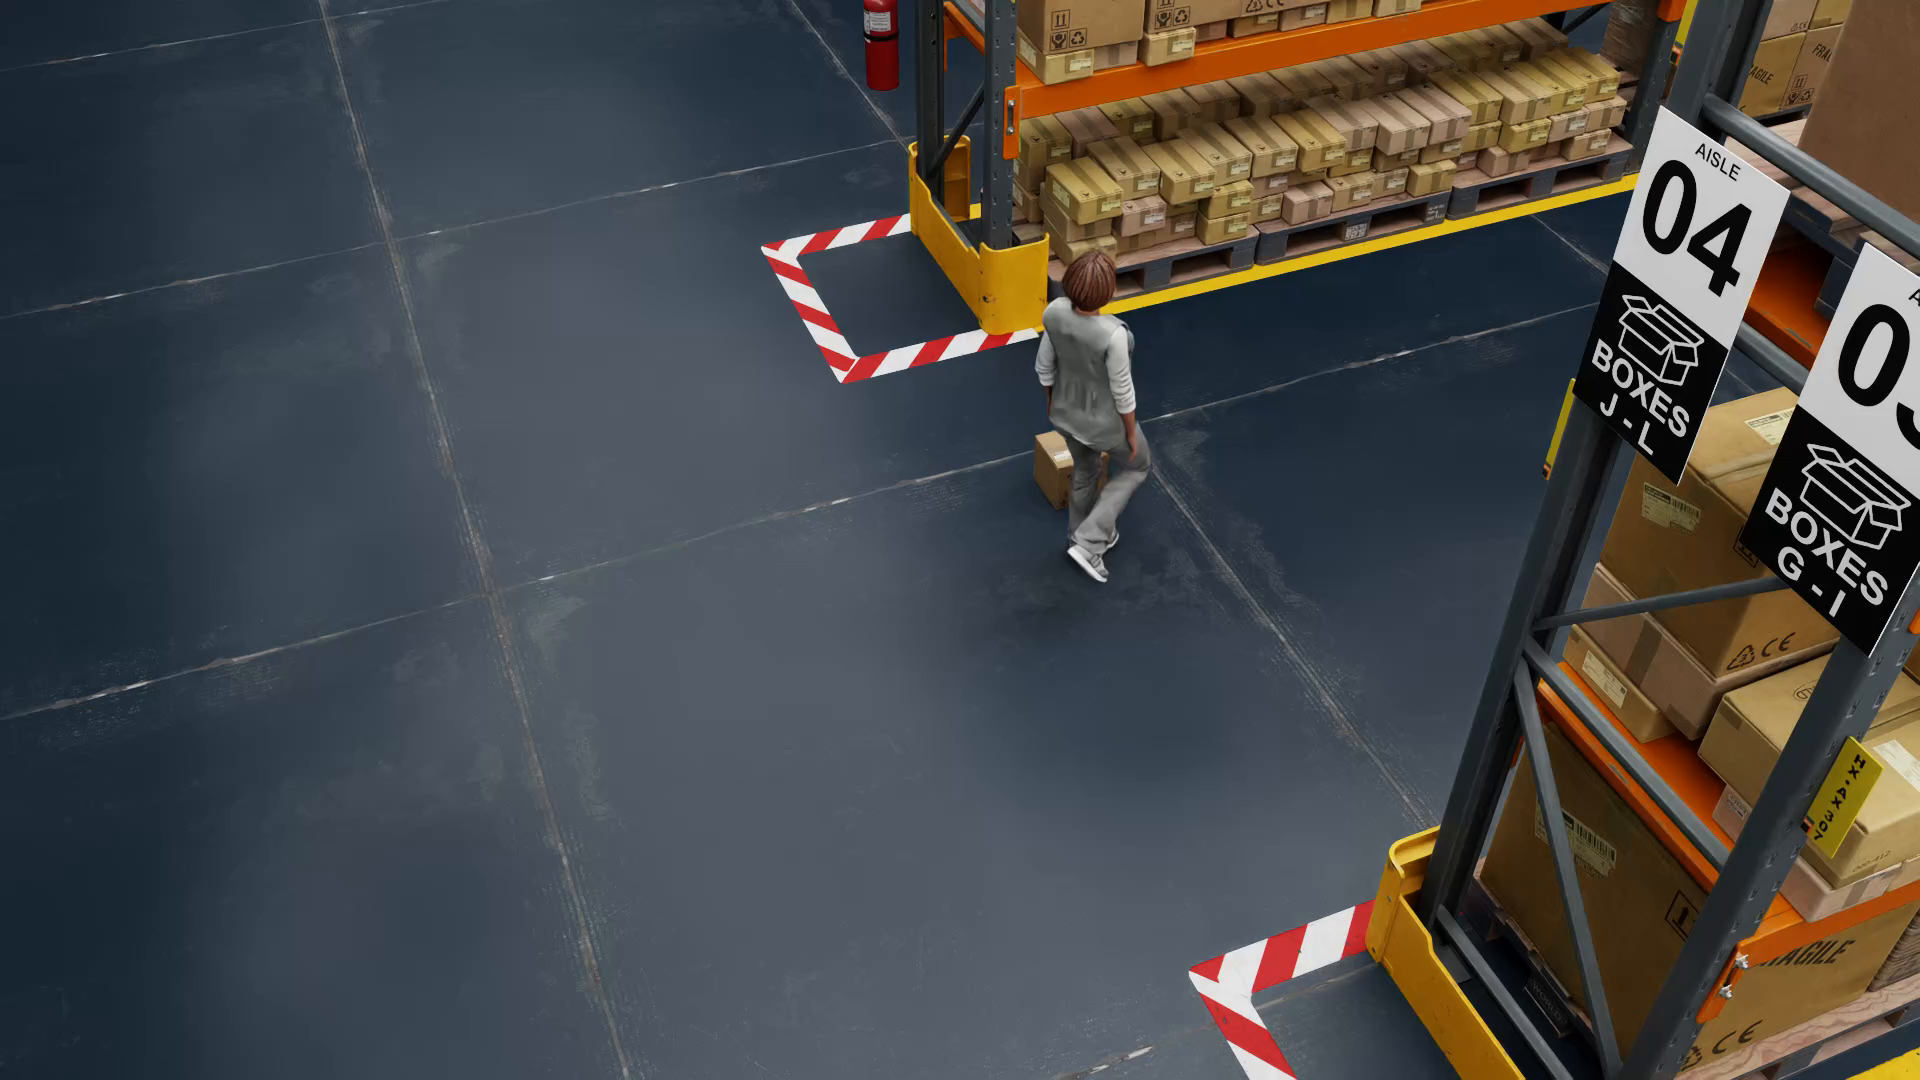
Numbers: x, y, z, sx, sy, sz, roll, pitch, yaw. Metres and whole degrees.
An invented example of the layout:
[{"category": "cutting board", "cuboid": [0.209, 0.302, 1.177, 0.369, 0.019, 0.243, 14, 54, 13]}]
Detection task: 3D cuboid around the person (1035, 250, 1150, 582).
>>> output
[{"category": "person", "cuboid": [0.534, -0.501, 6.696, 0.462, 1.597, 0.453, 29, 50, 28]}]
